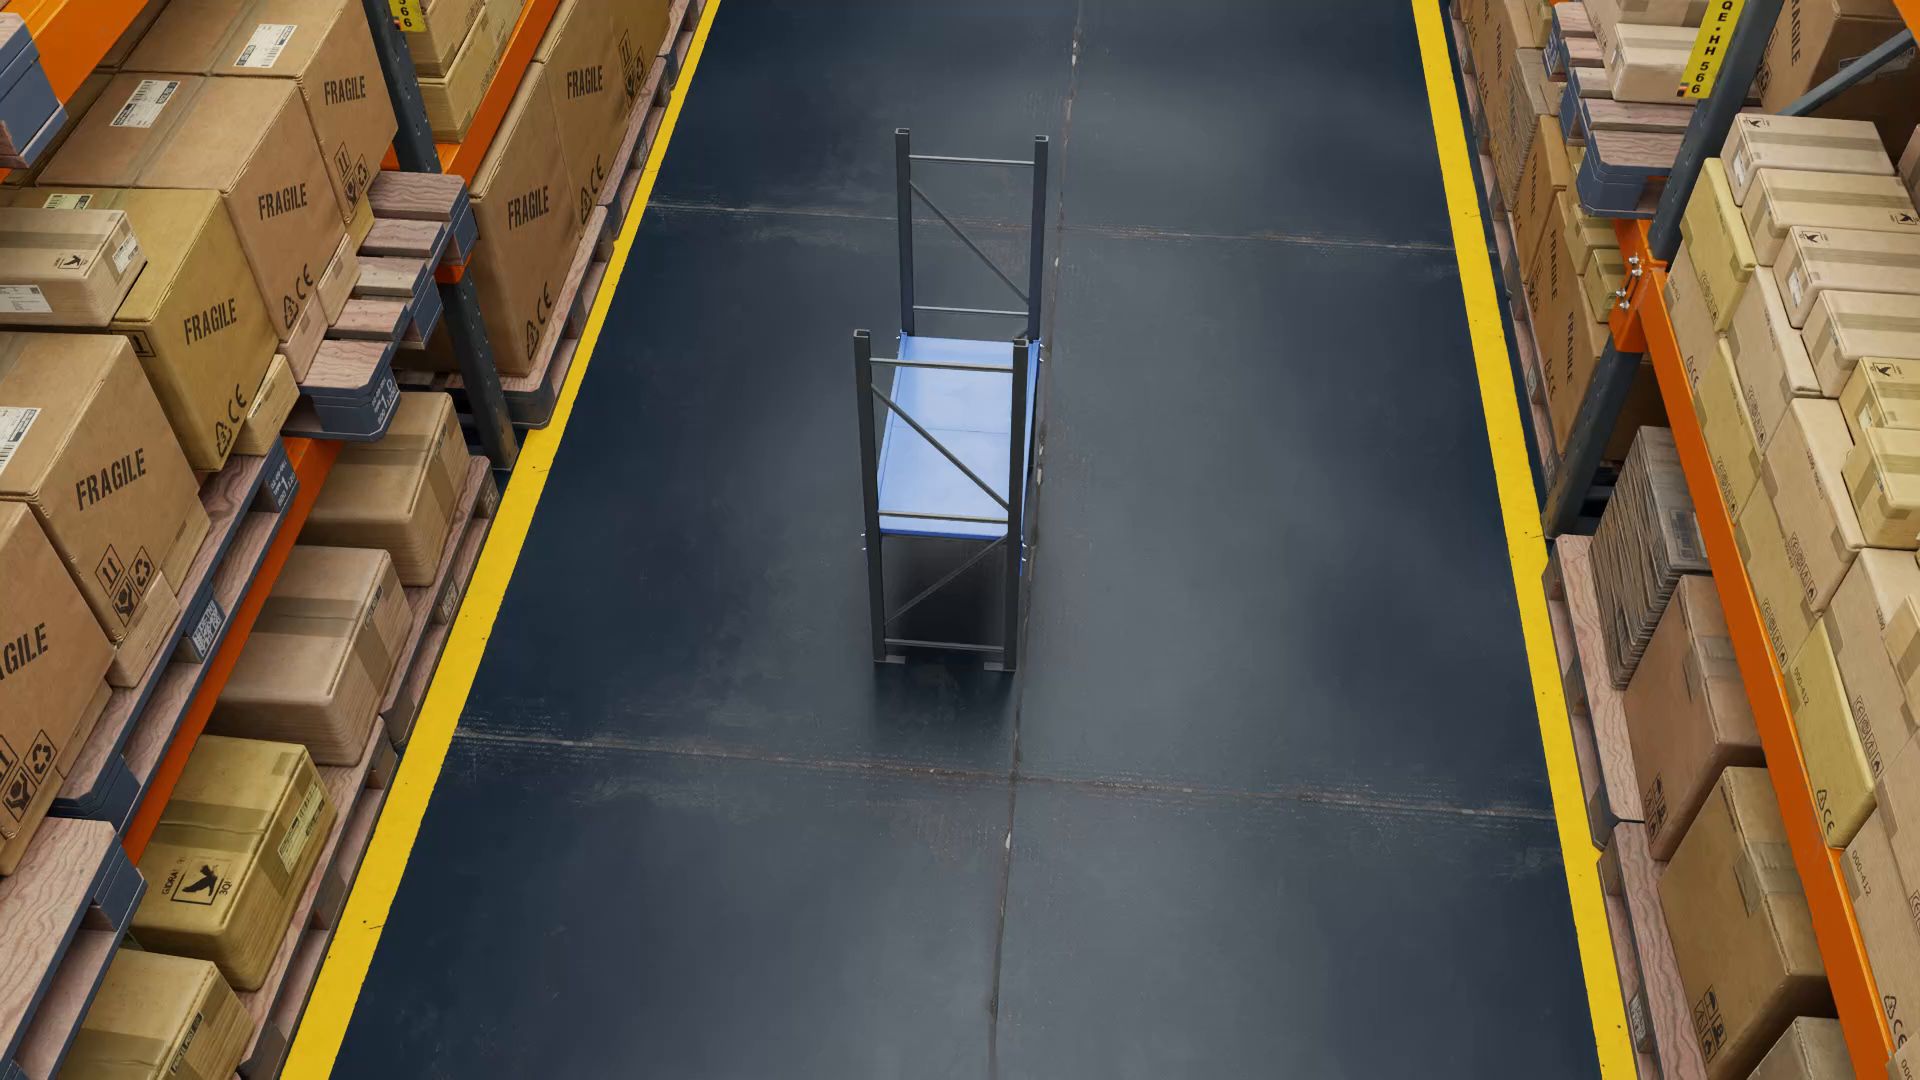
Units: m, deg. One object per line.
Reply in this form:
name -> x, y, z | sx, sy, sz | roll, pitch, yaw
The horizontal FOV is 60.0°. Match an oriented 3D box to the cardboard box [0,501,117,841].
cardboard box -> -2.175, 0.256, 3.429 | 0.500, 0.500, 0.500 | 4, 48, 3

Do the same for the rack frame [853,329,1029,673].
rack frame -> -0.054, -0.070, 5.298 | 0.500, 1.500, 0.032 | 4, 48, 4

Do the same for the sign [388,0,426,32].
sign -> -1.702, -1.686, 5.028 | 0.100, 0.325, 0.005 | 4, 48, 4

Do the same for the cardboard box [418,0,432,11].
cardboard box -> -1.954, -2.069, 5.364 | 0.500, 0.500, 0.500 | 2, 48, 2

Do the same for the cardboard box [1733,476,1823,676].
cardboard box -> 2.326, 0.088, 4.238 | 0.500, 0.250, 0.500 | 2, 48, 2

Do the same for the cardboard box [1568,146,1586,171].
cardboard box -> 2.625, -1.502, 6.560 | 0.380, 0.149, 0.250 | 5, 48, 5

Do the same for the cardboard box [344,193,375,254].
cardboard box -> -1.991, -0.950, 4.972 | 0.380, 0.149, 0.250 | 5, 48, 4

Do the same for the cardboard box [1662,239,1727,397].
cardboard box -> 2.417, -0.660, 4.923 | 0.500, 0.250, 0.500 | 4, 48, 4

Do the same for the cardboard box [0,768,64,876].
cardboard box -> -2.196, 0.563, 3.588 | 0.380, 0.149, 0.250 | 5, 48, 4

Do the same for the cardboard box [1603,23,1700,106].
cardboard box -> 2.378, -1.586, 5.553 | 0.380, 0.149, 0.250 | 5, 48, 4

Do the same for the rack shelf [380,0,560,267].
rack shelf -> -2.061, -2.578, 7.063 | 1.077, 0.370, 4.000 | 4, 48, 4

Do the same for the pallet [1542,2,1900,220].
pallet -> 2.692, -1.459, 5.681 | 1.213, 0.211, 1.003 | 4, 48, 4

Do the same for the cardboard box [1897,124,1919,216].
cardboard box -> 2.872, -1.021, 4.643 | 0.380, 0.149, 0.250 | 5, 48, 5

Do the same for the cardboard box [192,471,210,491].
cardboard box -> -2.160, -0.198, 4.284 | 0.380, 0.149, 0.250 | 4, 48, 4

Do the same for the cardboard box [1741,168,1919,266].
cardboard box -> 2.355, -0.863, 4.499 | 0.380, 0.149, 0.250 | 5, 48, 4

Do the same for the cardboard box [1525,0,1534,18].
cardboard box -> 2.736, -2.450, 7.427 | 0.380, 0.149, 0.250 | 4, 48, 3

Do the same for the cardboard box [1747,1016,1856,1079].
cardboard box -> 2.451, 1.625, 4.056 | 0.875, 0.625, 0.625 | 3, 48, 3

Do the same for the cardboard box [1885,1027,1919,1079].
cardboard box -> 2.162, 1.212, 3.211 | 0.500, 0.250, 0.500 | 4, 48, 3

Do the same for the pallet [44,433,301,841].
pallet -> -2.382, 0.171, 4.191 | 1.003, 0.211, 1.213 | 4, 48, 4

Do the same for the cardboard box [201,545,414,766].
cardboard box -> -2.364, 0.351, 5.393 | 0.950, 0.372, 0.625 | 3, 48, 3

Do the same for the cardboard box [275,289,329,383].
cardboard box -> -2.000, -0.577, 4.631 | 0.380, 0.149, 0.250 | 2, 48, 2

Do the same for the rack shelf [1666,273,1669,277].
rack shelf -> 2.518, 0.626, 4.000 | 0.919, 0.124, 3.809 | 4, 48, 4

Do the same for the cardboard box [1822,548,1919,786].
cardboard box -> 2.283, 0.299, 3.706 | 0.500, 0.250, 0.500 | 4, 48, 4

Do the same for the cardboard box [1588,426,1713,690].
cardboard box -> 2.630, 0.097, 5.454 | 0.875, 0.625, 0.625 | 5, 48, 5

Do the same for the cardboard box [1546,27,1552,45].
cardboard box -> 2.715, -2.067, 7.078 | 0.380, 0.149, 0.250 | 4, 48, 4

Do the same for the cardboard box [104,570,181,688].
cardboard box -> -2.096, 0.190, 3.929 | 0.380, 0.149, 0.250 | 6, 48, 5

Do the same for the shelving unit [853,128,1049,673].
shelving unit -> -0.008, -0.443, 5.639 | 0.538, 1.500, 1.048 | 4, 48, 4

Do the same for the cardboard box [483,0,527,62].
cardboard box -> -1.918, -2.022, 6.168 | 0.500, 0.250, 0.500 | 3, 48, 2

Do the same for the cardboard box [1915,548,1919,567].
cardboard box -> 2.344, 0.088, 3.629 | 0.380, 0.149, 0.250 | 4, 48, 4

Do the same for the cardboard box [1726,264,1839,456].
cardboard box -> 2.370, -0.461, 4.402 | 0.500, 0.250, 0.500 | 5, 48, 5

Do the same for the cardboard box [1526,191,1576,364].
cardboard box -> 2.581, -1.011, 6.551 | 0.500, 0.500, 0.500 | 3, 48, 3

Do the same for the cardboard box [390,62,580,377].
cardboard box -> -2.097, -1.278, 6.542 | 0.875, 0.875, 0.875 | 3, 48, 3

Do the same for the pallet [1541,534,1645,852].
pallet -> 2.587, 0.523, 5.629 | 1.003, 0.211, 1.213 | 4, 48, 4

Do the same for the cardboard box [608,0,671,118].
cardboard box -> -1.930, -2.590, 7.742 | 0.875, 0.875, 0.875 | 5, 48, 5

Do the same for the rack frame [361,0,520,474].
rack frame -> -2.243, -1.352, 5.453 | 1.000, 3.000, 0.127 | 4, 48, 4

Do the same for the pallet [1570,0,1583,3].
pallet -> 2.873, -2.385, 6.529 | 1.003, 0.211, 1.213 | 4, 48, 4

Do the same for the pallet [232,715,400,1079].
pallet -> -2.429, 1.058, 5.140 | 1.003, 0.211, 1.213 | 4, 48, 4

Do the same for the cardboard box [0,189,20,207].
cardboard box -> -2.597, -0.538, 4.156 | 0.500, 0.500, 0.500 | 5, 48, 4

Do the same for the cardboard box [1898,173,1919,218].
cardboard box -> 2.936, -0.790, 4.703 | 0.500, 0.250, 0.500 | 5, 48, 4

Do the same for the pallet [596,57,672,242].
pallet -> -1.982, -1.879, 7.825 | 1.003, 0.211, 1.213 | 4, 48, 4

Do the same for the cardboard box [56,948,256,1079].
cardboard box -> -2.500, 1.419, 4.416 | 0.950, 0.372, 0.625 | 7, 48, 6

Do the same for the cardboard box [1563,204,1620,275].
cardboard box -> 2.487, -1.120, 6.212 | 0.380, 0.149, 0.250 | 2, 48, 2

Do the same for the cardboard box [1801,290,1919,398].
cardboard box -> 2.346, -0.479, 4.148 | 0.380, 0.149, 0.250 | 4, 48, 4

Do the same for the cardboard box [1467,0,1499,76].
cardboard box -> 2.758, -2.526, 7.937 | 0.500, 0.500, 0.500 | 3, 48, 3

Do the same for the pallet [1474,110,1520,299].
pallet -> 2.920, -1.519, 7.497 | 1.003, 0.211, 1.213 | 4, 48, 4

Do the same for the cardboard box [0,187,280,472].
cardboard box -> -2.088, -0.523, 4.142 | 0.500, 0.500, 0.500 | 1, 48, 1

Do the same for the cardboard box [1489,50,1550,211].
cardboard box -> 2.655, -1.779, 7.253 | 0.500, 0.500, 0.500 | 2, 48, 2

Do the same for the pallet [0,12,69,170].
pallet -> -2.354, -0.570, 2.833 | 1.213, 0.211, 1.003 | 4, 48, 4
